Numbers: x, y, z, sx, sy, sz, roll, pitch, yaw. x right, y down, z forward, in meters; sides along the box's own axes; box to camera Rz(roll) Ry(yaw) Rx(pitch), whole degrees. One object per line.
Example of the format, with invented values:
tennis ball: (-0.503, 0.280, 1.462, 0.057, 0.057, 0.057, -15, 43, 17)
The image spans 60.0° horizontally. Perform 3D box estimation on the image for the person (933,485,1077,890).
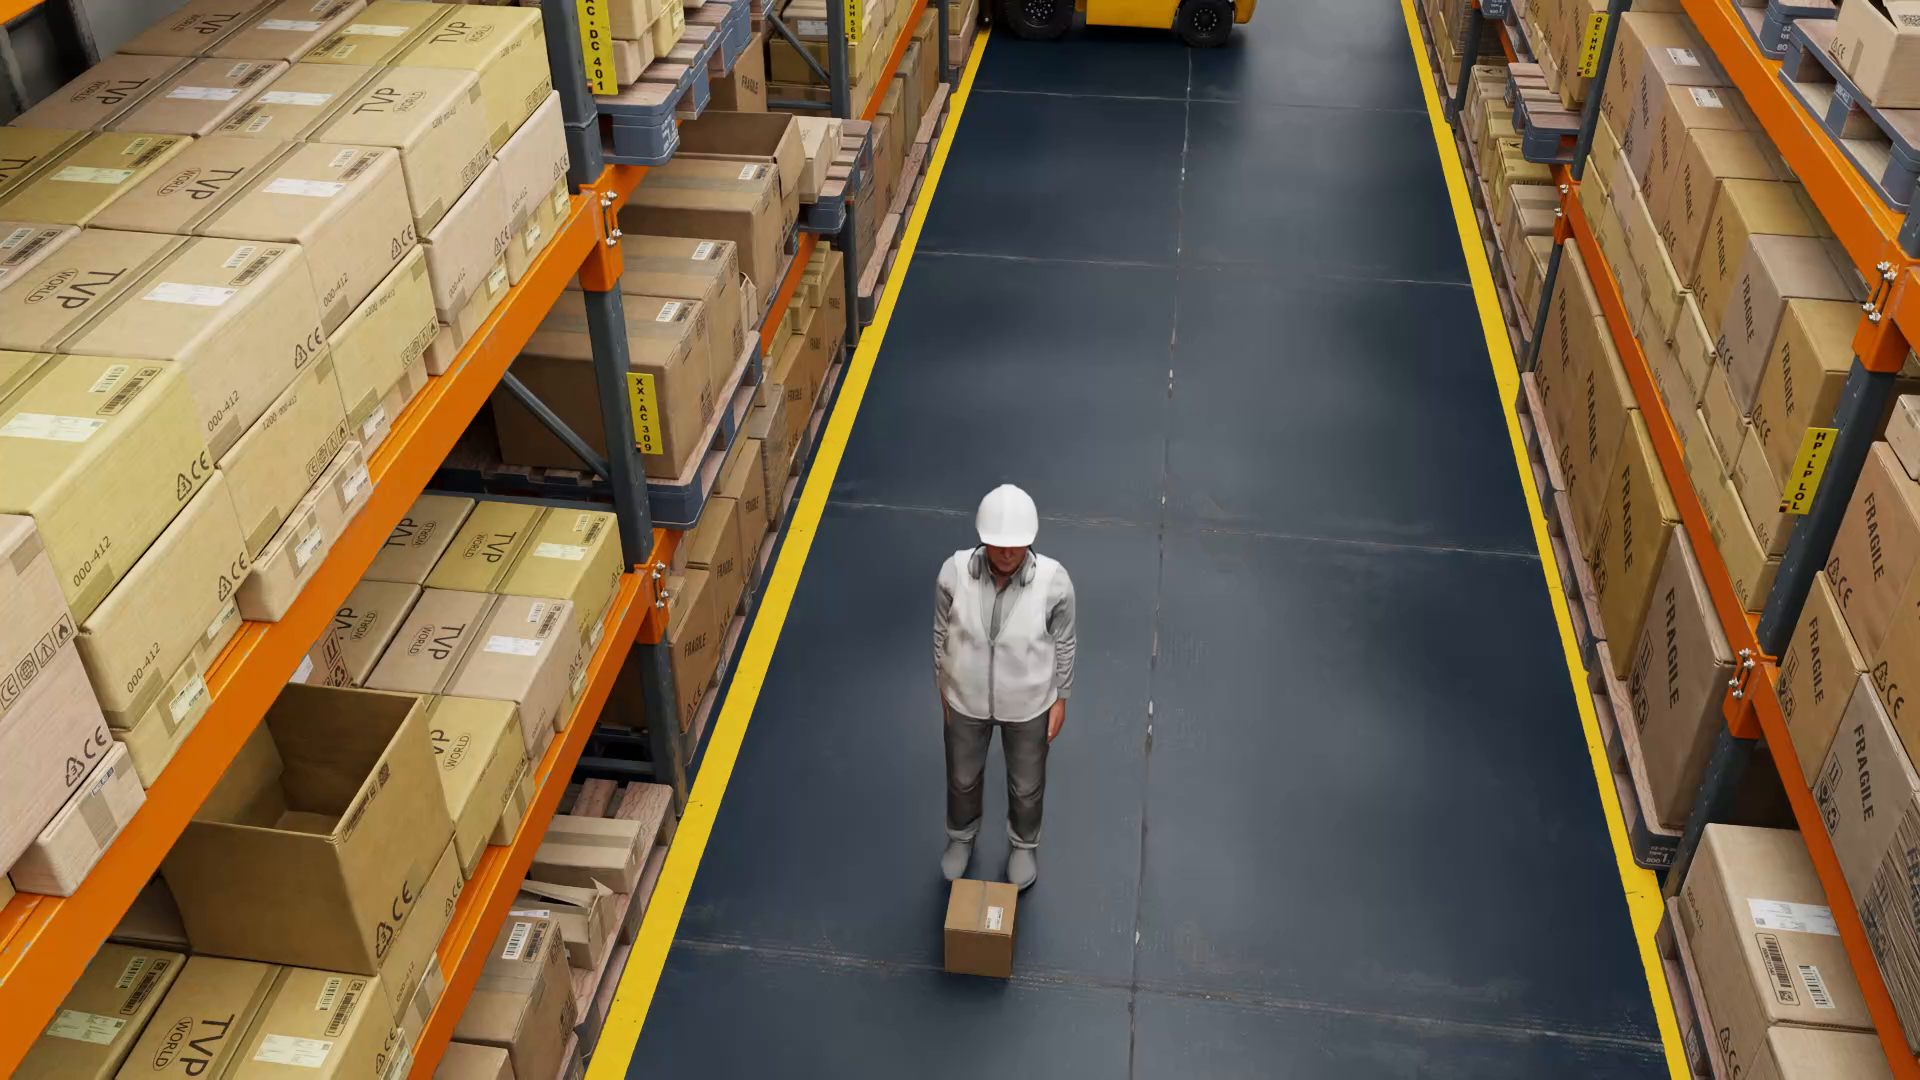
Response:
person: (0.158, 0.586, 6.235, 0.534, 1.799, 0.361, 5, 36, 7)
